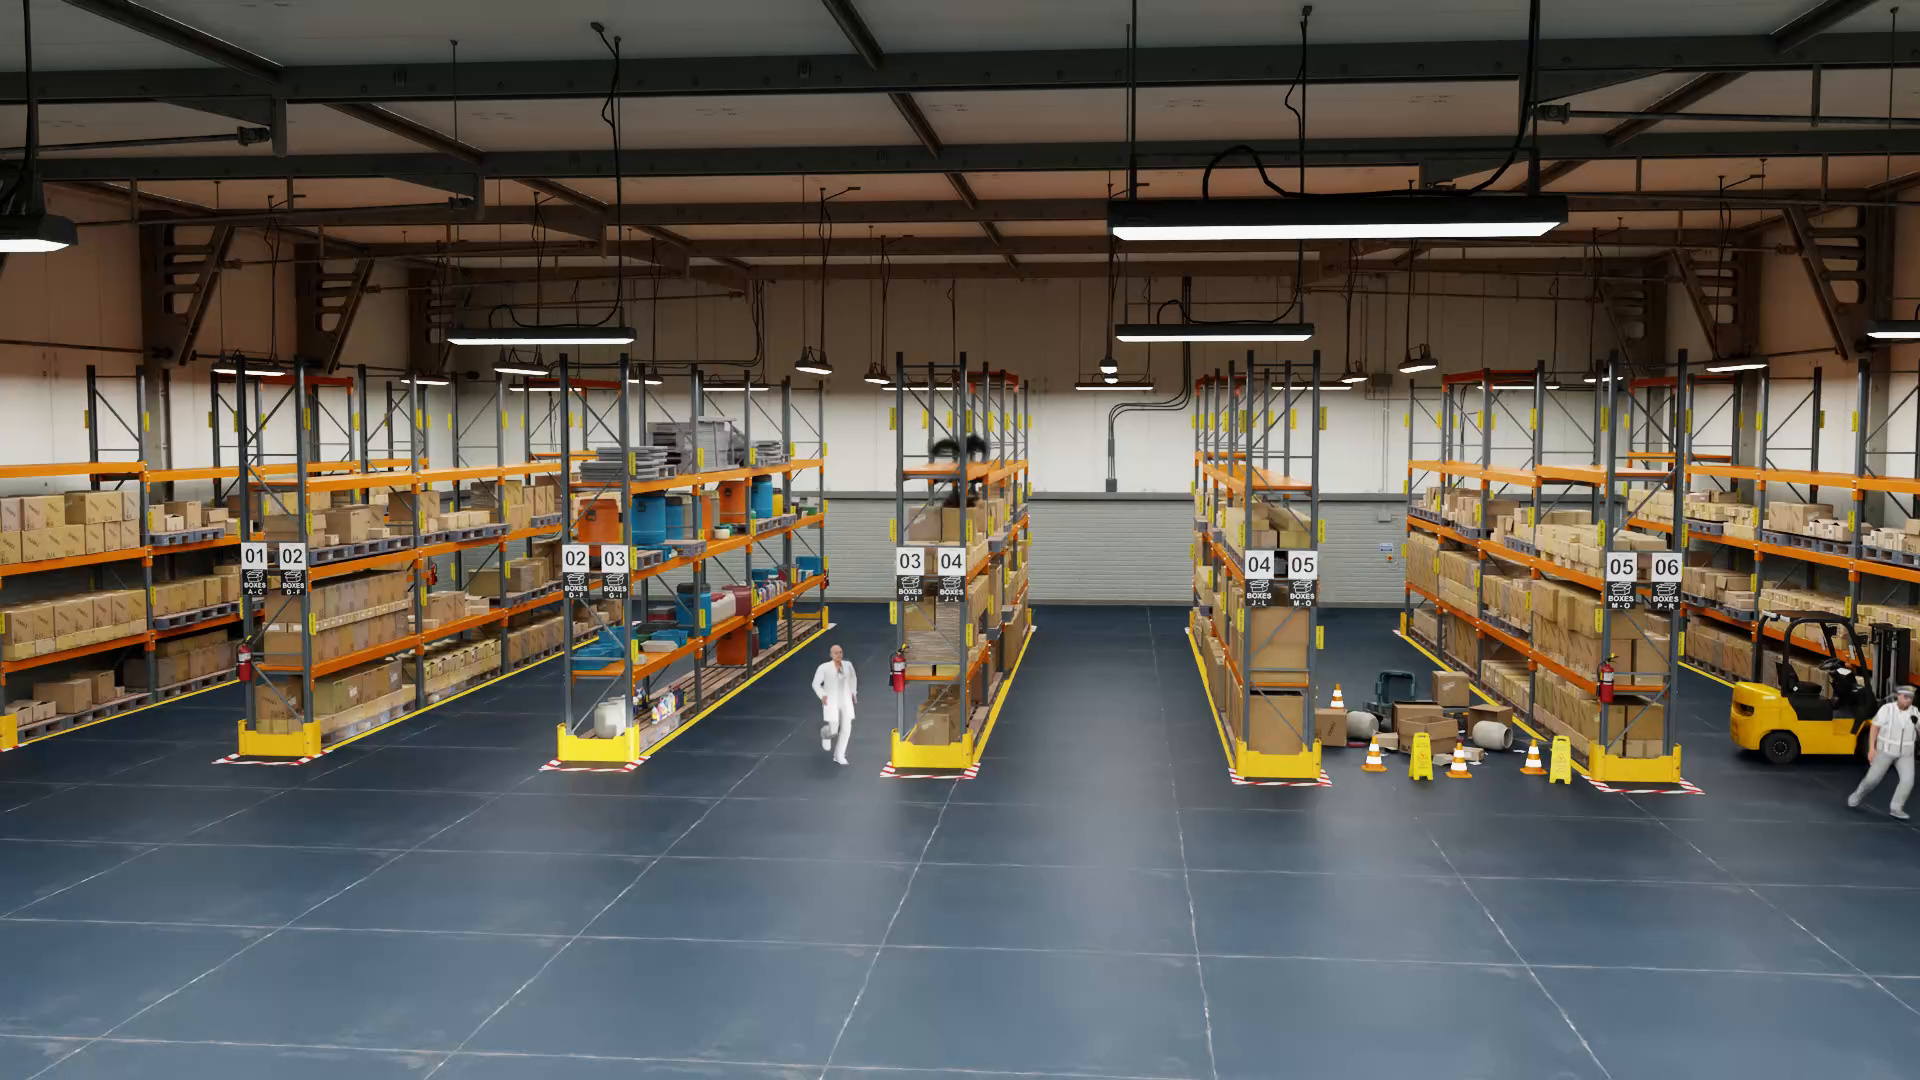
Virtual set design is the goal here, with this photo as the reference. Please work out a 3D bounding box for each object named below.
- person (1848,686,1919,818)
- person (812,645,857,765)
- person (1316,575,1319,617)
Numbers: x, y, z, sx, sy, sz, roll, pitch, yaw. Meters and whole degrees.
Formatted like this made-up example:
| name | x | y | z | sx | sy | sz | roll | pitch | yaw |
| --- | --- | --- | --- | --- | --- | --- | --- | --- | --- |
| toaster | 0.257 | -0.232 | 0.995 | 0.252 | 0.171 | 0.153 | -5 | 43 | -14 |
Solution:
| name | x | y | z | sx | sy | sz | roll | pitch | yaw |
| --- | --- | --- | --- | --- | --- | --- | --- | --- | --- |
| person | 11.818 | 2.646 | 21.152 | 0.790 | 1.693 | 0.682 | 1 | 4 | 11 |
| person | -1.835 | 2.406 | 24.524 | 0.722 | 1.733 | 0.797 | -2 | 4 | -23 |
| person | 8.751 | 1.200 | 42.211 | 0.780 | 1.628 | 0.705 | -3 | 5 | -38 |
